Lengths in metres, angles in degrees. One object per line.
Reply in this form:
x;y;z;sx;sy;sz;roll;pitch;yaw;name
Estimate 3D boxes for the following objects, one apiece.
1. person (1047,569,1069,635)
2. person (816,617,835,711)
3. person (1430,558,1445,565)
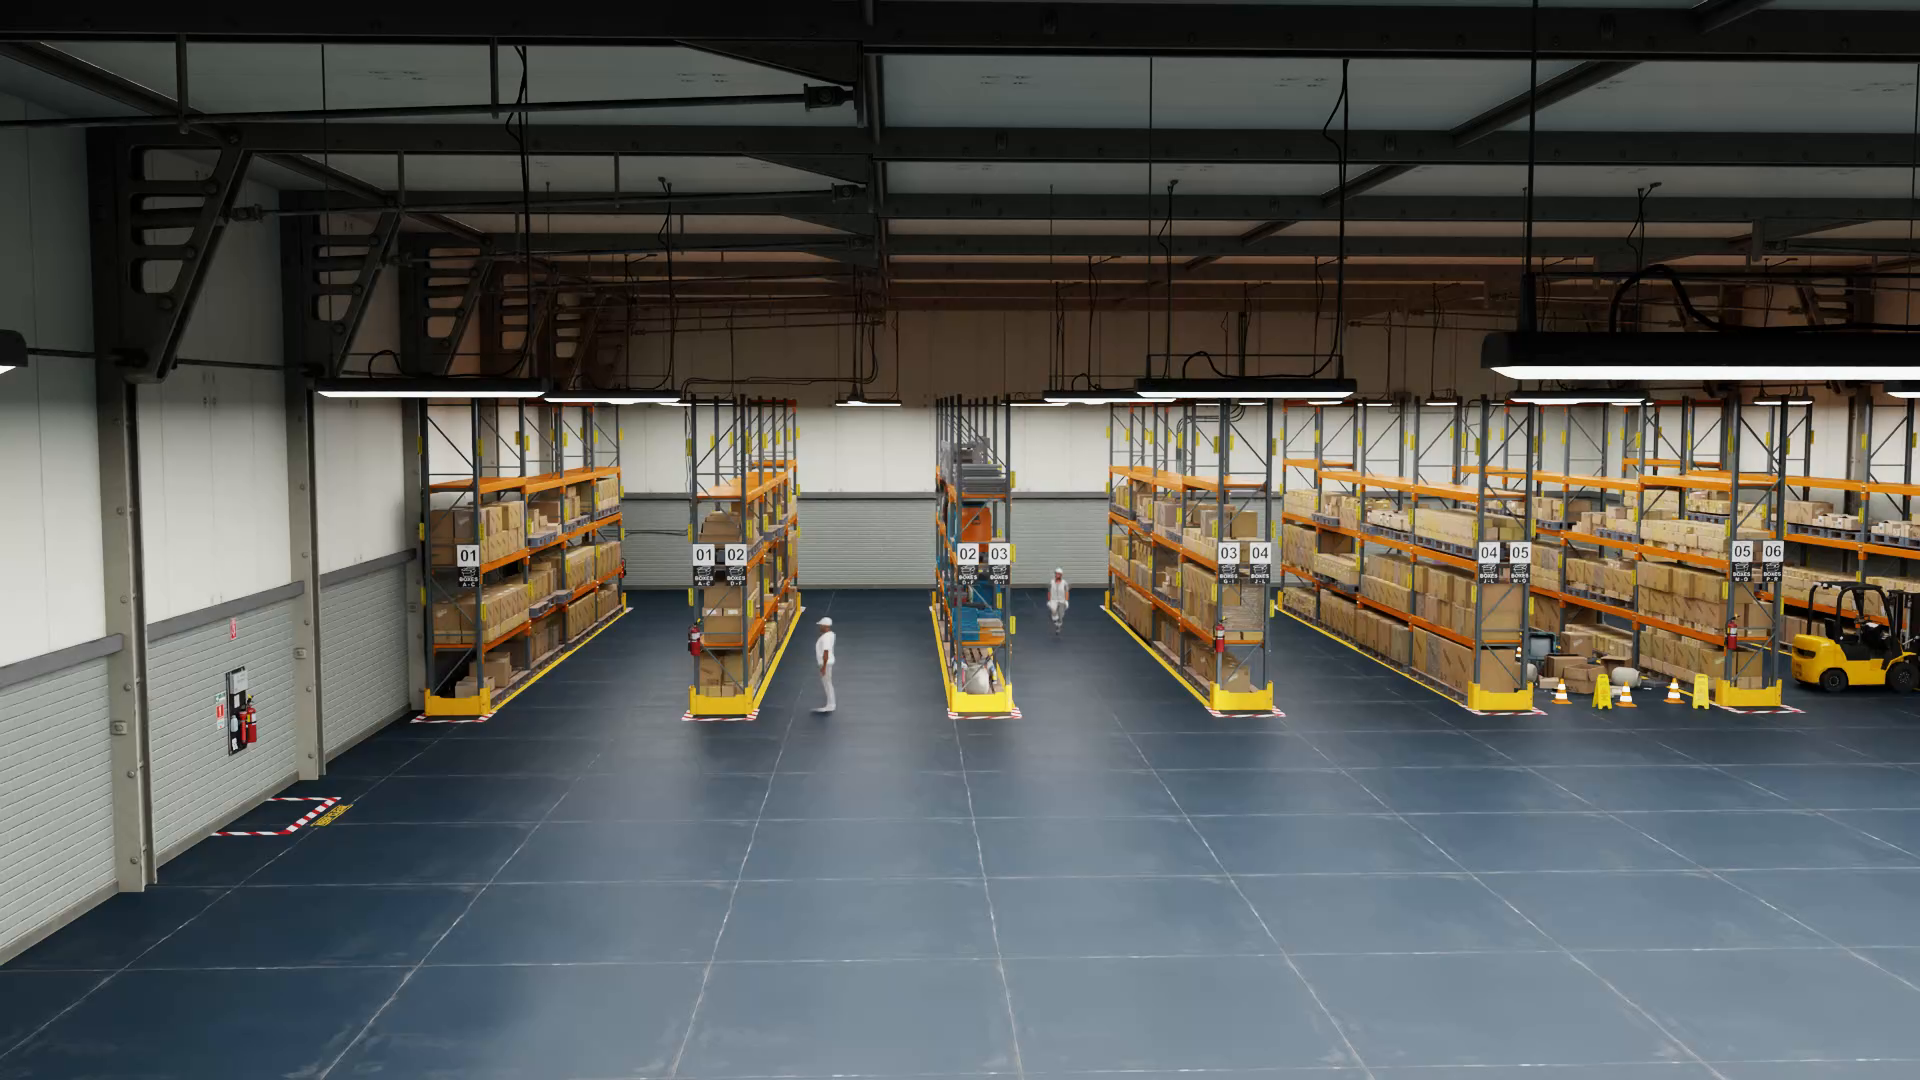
2.457;1.567;41.362;0.537;1.711;1.055;0;5;-5;person
-2.549;2.365;31.516;0.361;1.798;0.672;0;5;-4;person
14.625;0.903;51.119;0.765;1.600;0.393;-1;5;-18;person
